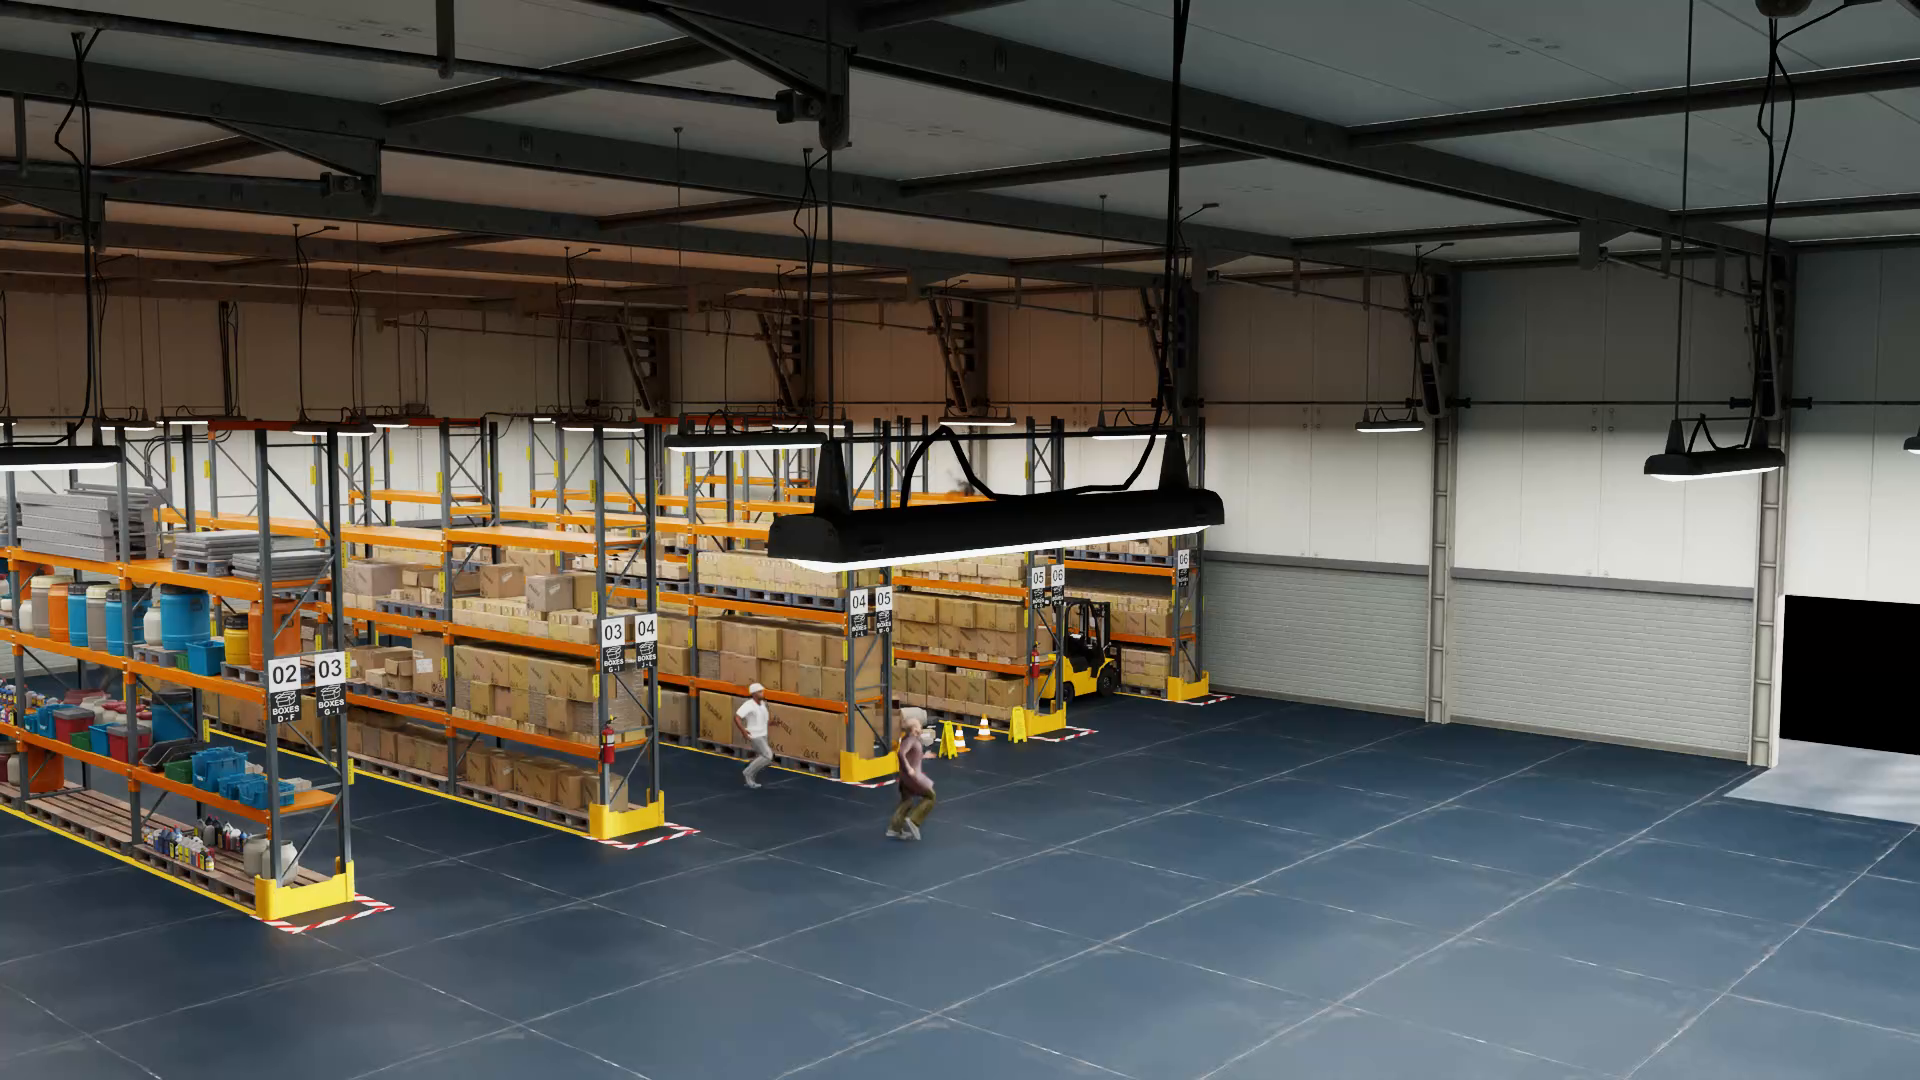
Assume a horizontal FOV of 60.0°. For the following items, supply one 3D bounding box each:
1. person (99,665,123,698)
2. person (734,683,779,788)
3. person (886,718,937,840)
[{"bbox_3d":[-18.234,2.559,35.691,0.591,1.622,0.543,-2,5,-24],"label":"person"},{"bbox_3d":[-3.278,3.203,27.178,0.632,1.731,0.685,1,5,16],"label":"person"},{"bbox_3d":[-0.704,3.452,24.088,0.789,1.764,0.696,-1,5,-17],"label":"person"}]
